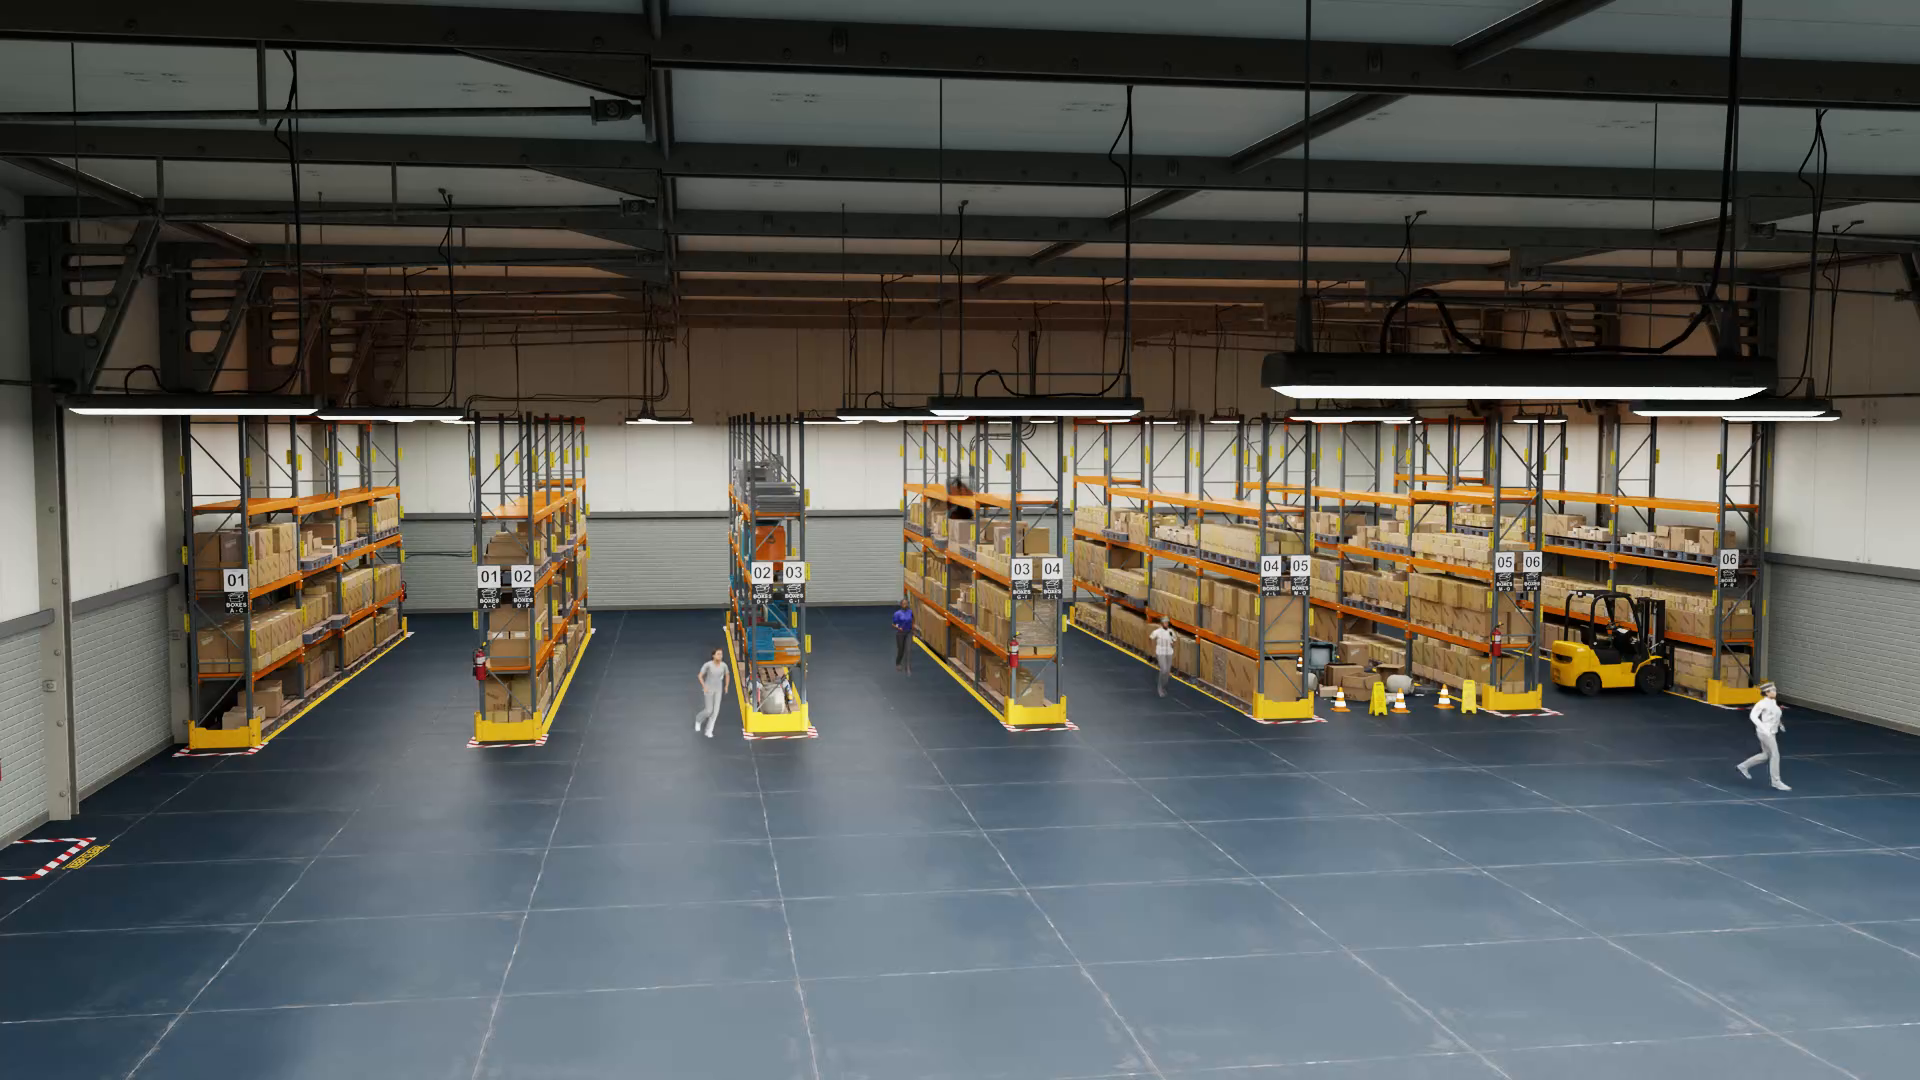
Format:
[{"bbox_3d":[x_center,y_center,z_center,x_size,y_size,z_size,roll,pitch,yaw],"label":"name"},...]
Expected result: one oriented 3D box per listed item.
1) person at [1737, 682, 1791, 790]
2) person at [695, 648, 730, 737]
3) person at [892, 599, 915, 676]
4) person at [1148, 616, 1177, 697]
[{"bbox_3d":[12.807,3.091,26.466,0.835,1.698,0.625,4,5,42],"label":"person"},{"bbox_3d":[-4.575,2.815,30.929,0.611,1.612,0.614,-2,5,-30],"label":"person"},{"bbox_3d":[-1.220,2.129,36.637,0.579,1.671,0.784,-1,4,-20],"label":"person"},{"bbox_3d":[4.349,2.477,35.409,0.543,1.741,0.725,-1,4,-18],"label":"person"}]
